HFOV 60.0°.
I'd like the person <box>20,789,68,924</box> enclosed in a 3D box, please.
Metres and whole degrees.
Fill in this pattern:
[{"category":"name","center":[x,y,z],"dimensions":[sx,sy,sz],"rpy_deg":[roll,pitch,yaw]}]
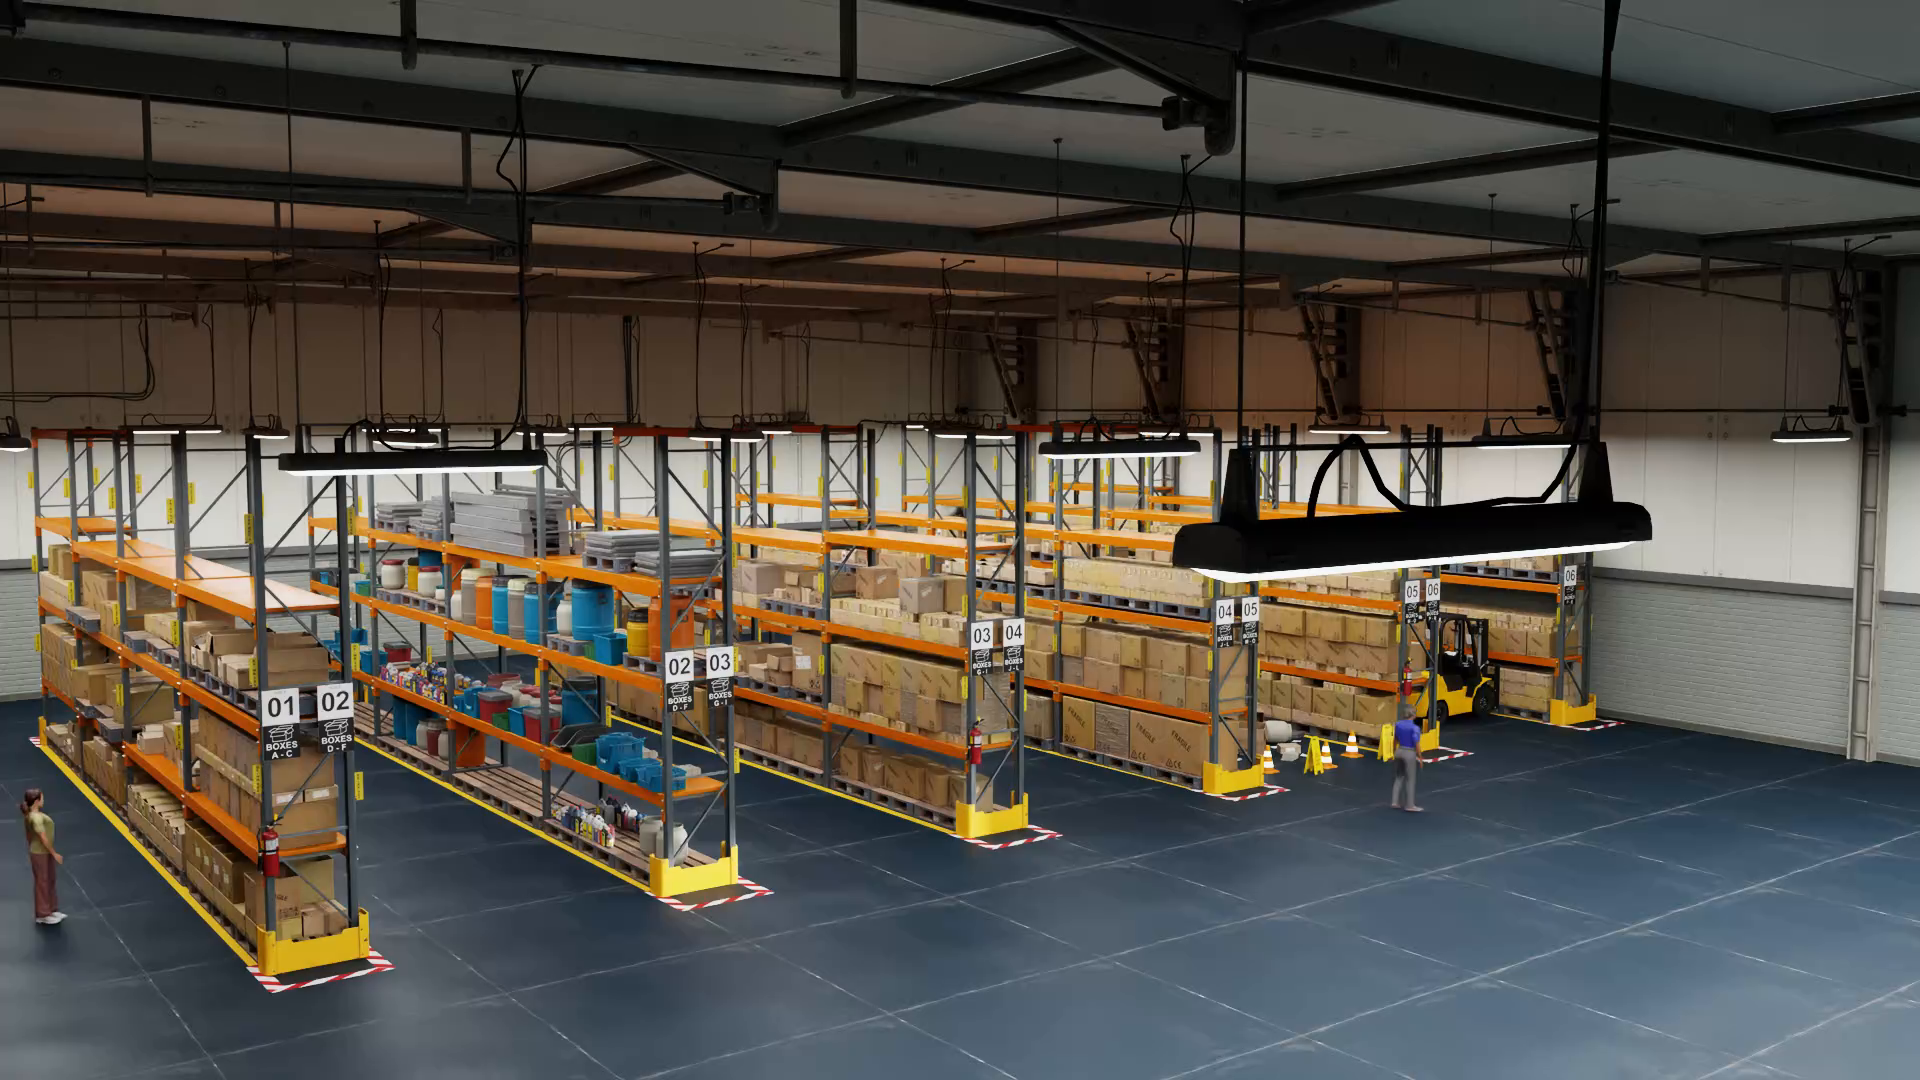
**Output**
[{"category":"person","center":[-11.298,3.896,20.518],"dimensions":[0.474,1.707,0.520],"rpy_deg":[-1,5,-18]}]

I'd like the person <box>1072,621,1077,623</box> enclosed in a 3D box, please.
[{"category":"person","center":[2.396,2.633,35.845],"dimensions":[0.776,1.783,0.564],"rpy_deg":[4,6,41]}]

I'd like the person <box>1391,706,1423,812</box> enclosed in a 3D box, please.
[{"category":"person","center":[7.067,3.487,26.281],"dimensions":[0.336,1.744,0.550],"rpy_deg":[-3,6,-37]}]
